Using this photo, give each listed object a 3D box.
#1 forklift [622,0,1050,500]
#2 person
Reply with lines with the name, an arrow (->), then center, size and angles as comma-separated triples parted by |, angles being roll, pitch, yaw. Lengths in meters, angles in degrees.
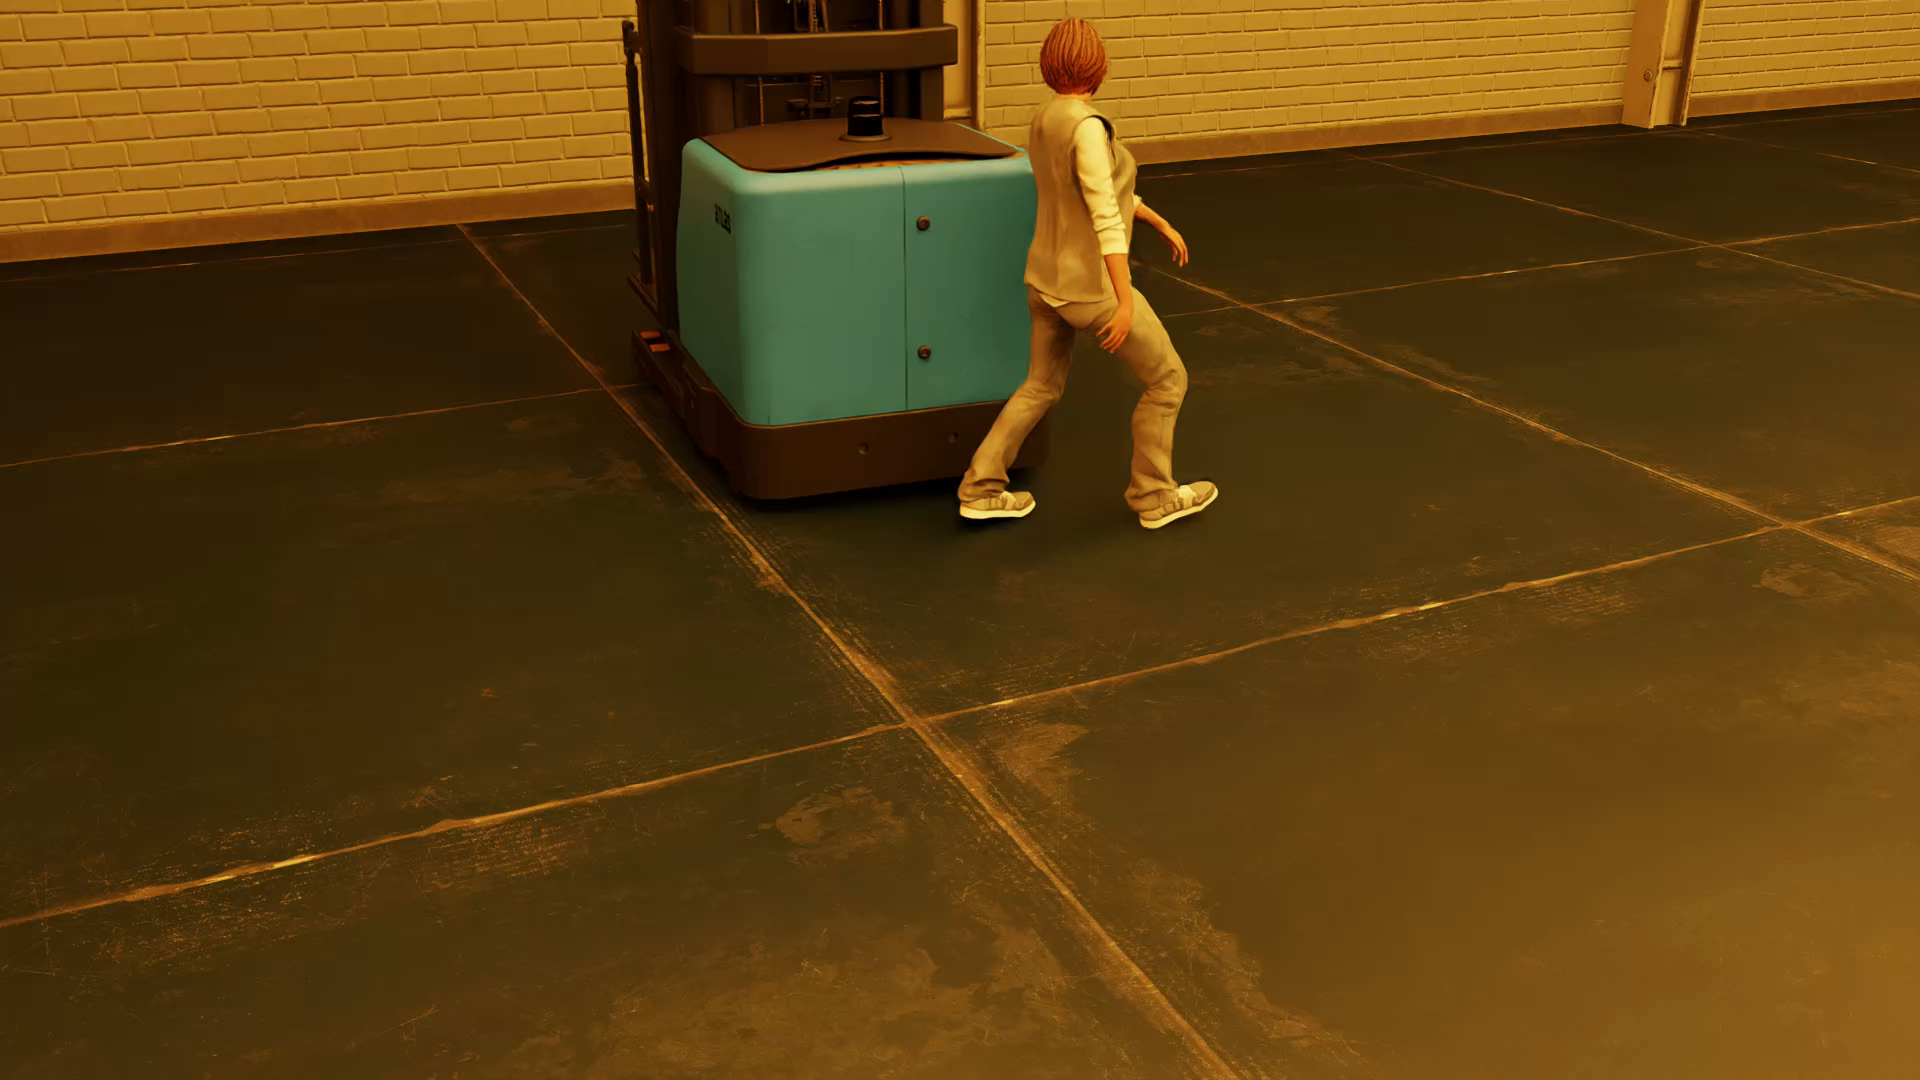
forklift -> -0.691, -2.015, 6.137 | 1.130, 2.935, 3.031 | -8, 24, -19
person -> 0.410, -0.747, 4.927 | 0.761, 1.521, 0.545 | -11, 25, -25
